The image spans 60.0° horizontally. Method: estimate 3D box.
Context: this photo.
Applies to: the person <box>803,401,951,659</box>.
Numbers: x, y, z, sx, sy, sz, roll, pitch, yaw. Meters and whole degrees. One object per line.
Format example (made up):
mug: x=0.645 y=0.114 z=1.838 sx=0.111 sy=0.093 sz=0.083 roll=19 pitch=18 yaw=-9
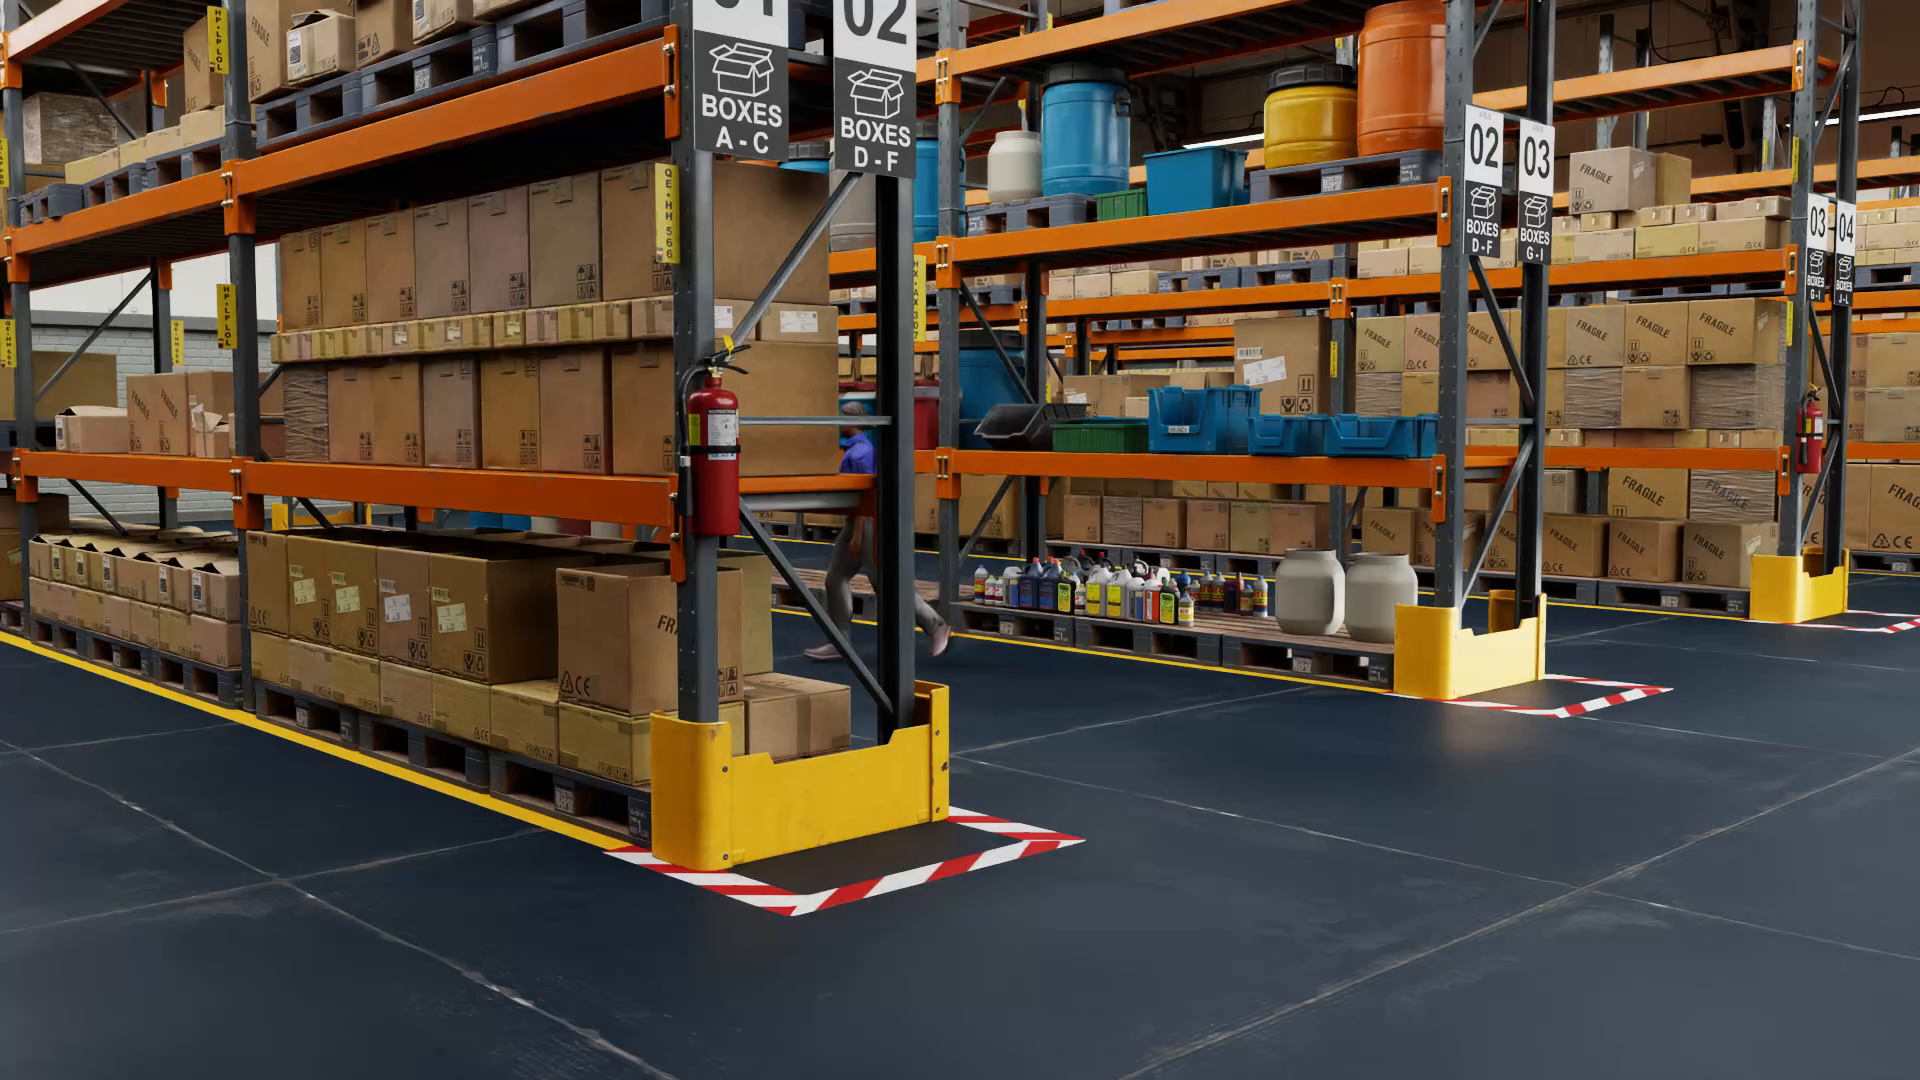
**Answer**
person: x=-0.509 y=-0.054 z=10.323 sx=0.881 sy=1.619 sz=0.590 roll=-1 pitch=4 yaw=-16
